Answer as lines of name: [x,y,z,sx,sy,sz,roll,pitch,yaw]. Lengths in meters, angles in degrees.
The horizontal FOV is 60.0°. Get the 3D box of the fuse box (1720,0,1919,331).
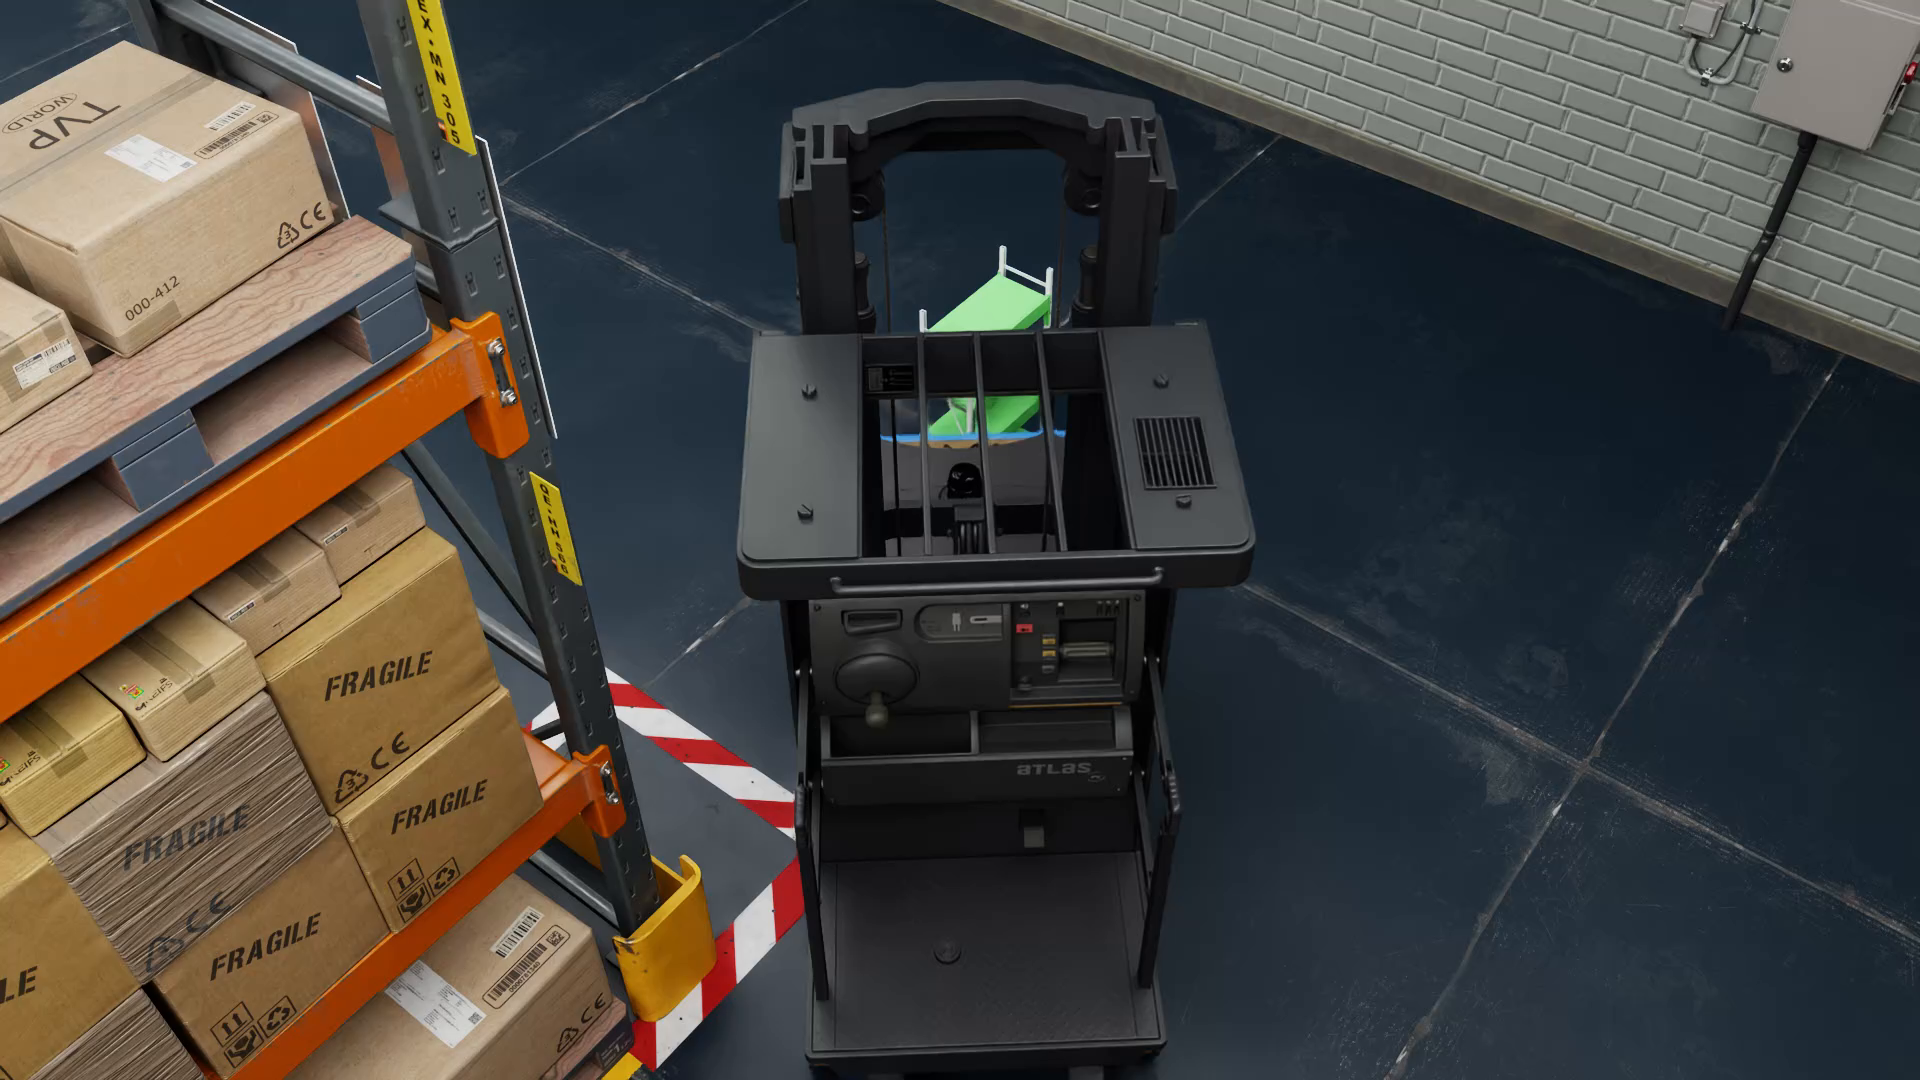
fuse box: [3.633,-1.569,7.230,0.539,1.711,0.414,29,53,25]

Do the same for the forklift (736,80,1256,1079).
forklift: [0.061,0.416,4.490,1.130,2.935,3.031,-2,46,-2]

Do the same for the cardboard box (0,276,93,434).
cardboard box: [-1.766,-0.346,2.911,0.380,0.149,0.250,25,51,22]

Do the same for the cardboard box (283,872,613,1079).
cardboard box: [-1.693,1.372,5.011,0.875,0.438,0.875,27,52,24]

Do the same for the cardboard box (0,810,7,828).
cardboard box: [-2.060,0.485,3.168,0.380,0.149,0.250,29,53,25]

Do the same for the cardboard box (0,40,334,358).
cardboard box: [-1.573,-0.656,3.137,0.500,0.250,0.500,25,51,22]

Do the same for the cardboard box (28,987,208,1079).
cardboard box: [-2.080,1.148,3.675,0.500,0.500,0.500,31,54,26]

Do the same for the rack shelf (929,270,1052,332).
rack shelf: [0.101,-0.797,6.270,0.258,0.148,0.480,29,53,25]

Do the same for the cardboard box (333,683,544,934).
cardboard box: [-1.454,0.569,4.228,0.500,0.500,0.500,29,53,25]

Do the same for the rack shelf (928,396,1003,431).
rack shelf: [0.101,-0.631,6.444,0.258,0.148,0.480,29,53,25]

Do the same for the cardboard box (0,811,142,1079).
cardboard box: [-2.077,0.805,3.311,0.500,0.500,0.500,29,53,25]

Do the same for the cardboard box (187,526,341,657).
cardboard box: [-1.566,0.056,3.577,0.380,0.149,0.250,30,53,26]

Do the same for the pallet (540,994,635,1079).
pallet: [-1.796,1.666,5.178,1.003,0.211,1.213,29,53,25]

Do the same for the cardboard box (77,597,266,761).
cardboard box: [-1.657,0.241,3.401,0.380,0.149,0.250,29,53,25]

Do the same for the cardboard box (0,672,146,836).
cardboard box: [-1.844,0.367,3.281,0.380,0.149,0.250,30,53,26]

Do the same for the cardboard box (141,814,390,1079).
cardboard box: [-1.773,0.849,3.960,0.500,0.500,0.500,28,52,24]

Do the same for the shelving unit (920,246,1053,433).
shelving unit: [0.101,-0.509,6.571,0.258,1.200,0.503,29,53,25]

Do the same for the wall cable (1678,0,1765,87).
wall cable: [3.189,-2.757,6.771,0.588,1.984,0.122,29,53,25]

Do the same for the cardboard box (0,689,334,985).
cardboard box: [-1.772,0.524,3.580,0.500,0.500,0.500,29,53,25]

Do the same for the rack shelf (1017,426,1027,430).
rack shelf: [0.101,-0.299,6.791,0.258,0.148,0.480,29,53,25]

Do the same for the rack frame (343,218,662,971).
rack frame: [-1.369,0.210,4.639,1.000,3.000,0.127,29,53,25]

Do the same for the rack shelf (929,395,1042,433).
rack shelf: [0.101,-0.465,6.618,0.258,0.148,0.480,29,53,25]

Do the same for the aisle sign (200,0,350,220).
aisle sign: [-1.554,-0.857,3.861,0.394,0.787,0.004,29,53,25]

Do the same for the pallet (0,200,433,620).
pallet: [-1.814,-0.366,3.177,1.003,0.211,1.213,29,53,25]

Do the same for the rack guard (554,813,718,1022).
rack guard: [-1.354,1.060,5.556,1.175,0.500,0.348,29,53,25]

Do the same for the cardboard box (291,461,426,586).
cardboard box: [-1.430,-0.100,3.726,0.380,0.149,0.250,30,53,25]

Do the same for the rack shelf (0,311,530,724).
rack shelf: [-2.592,0.567,2.722,1.077,0.370,4.000,29,53,25]

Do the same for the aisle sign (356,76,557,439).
aisle sign: [-1.080,-0.592,3.608,0.394,0.787,0.004,29,53,25]

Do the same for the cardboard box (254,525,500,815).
cardboard box: [-1.475,0.212,3.878,0.500,0.500,0.500,31,54,26]

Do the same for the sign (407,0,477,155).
sign: [-0.948,-0.856,3.026,0.100,0.325,0.005,29,53,25]

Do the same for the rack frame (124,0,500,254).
rack frame: [-1.369,-1.862,2.470,1.000,3.000,0.127,29,53,25]

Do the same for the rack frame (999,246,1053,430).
rack frame: [0.250,-0.649,6.705,0.240,1.200,0.015,29,53,25]

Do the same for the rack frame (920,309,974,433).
rack frame: [-0.048,-0.370,6.438,0.240,1.200,0.015,29,53,25]

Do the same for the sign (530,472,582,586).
sign: [-0.948,-0.024,3.898,0.100,0.325,0.005,29,53,25]

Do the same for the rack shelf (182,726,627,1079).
rack shelf: [-2.592,1.603,3.806,1.077,0.370,4.000,29,53,25]
